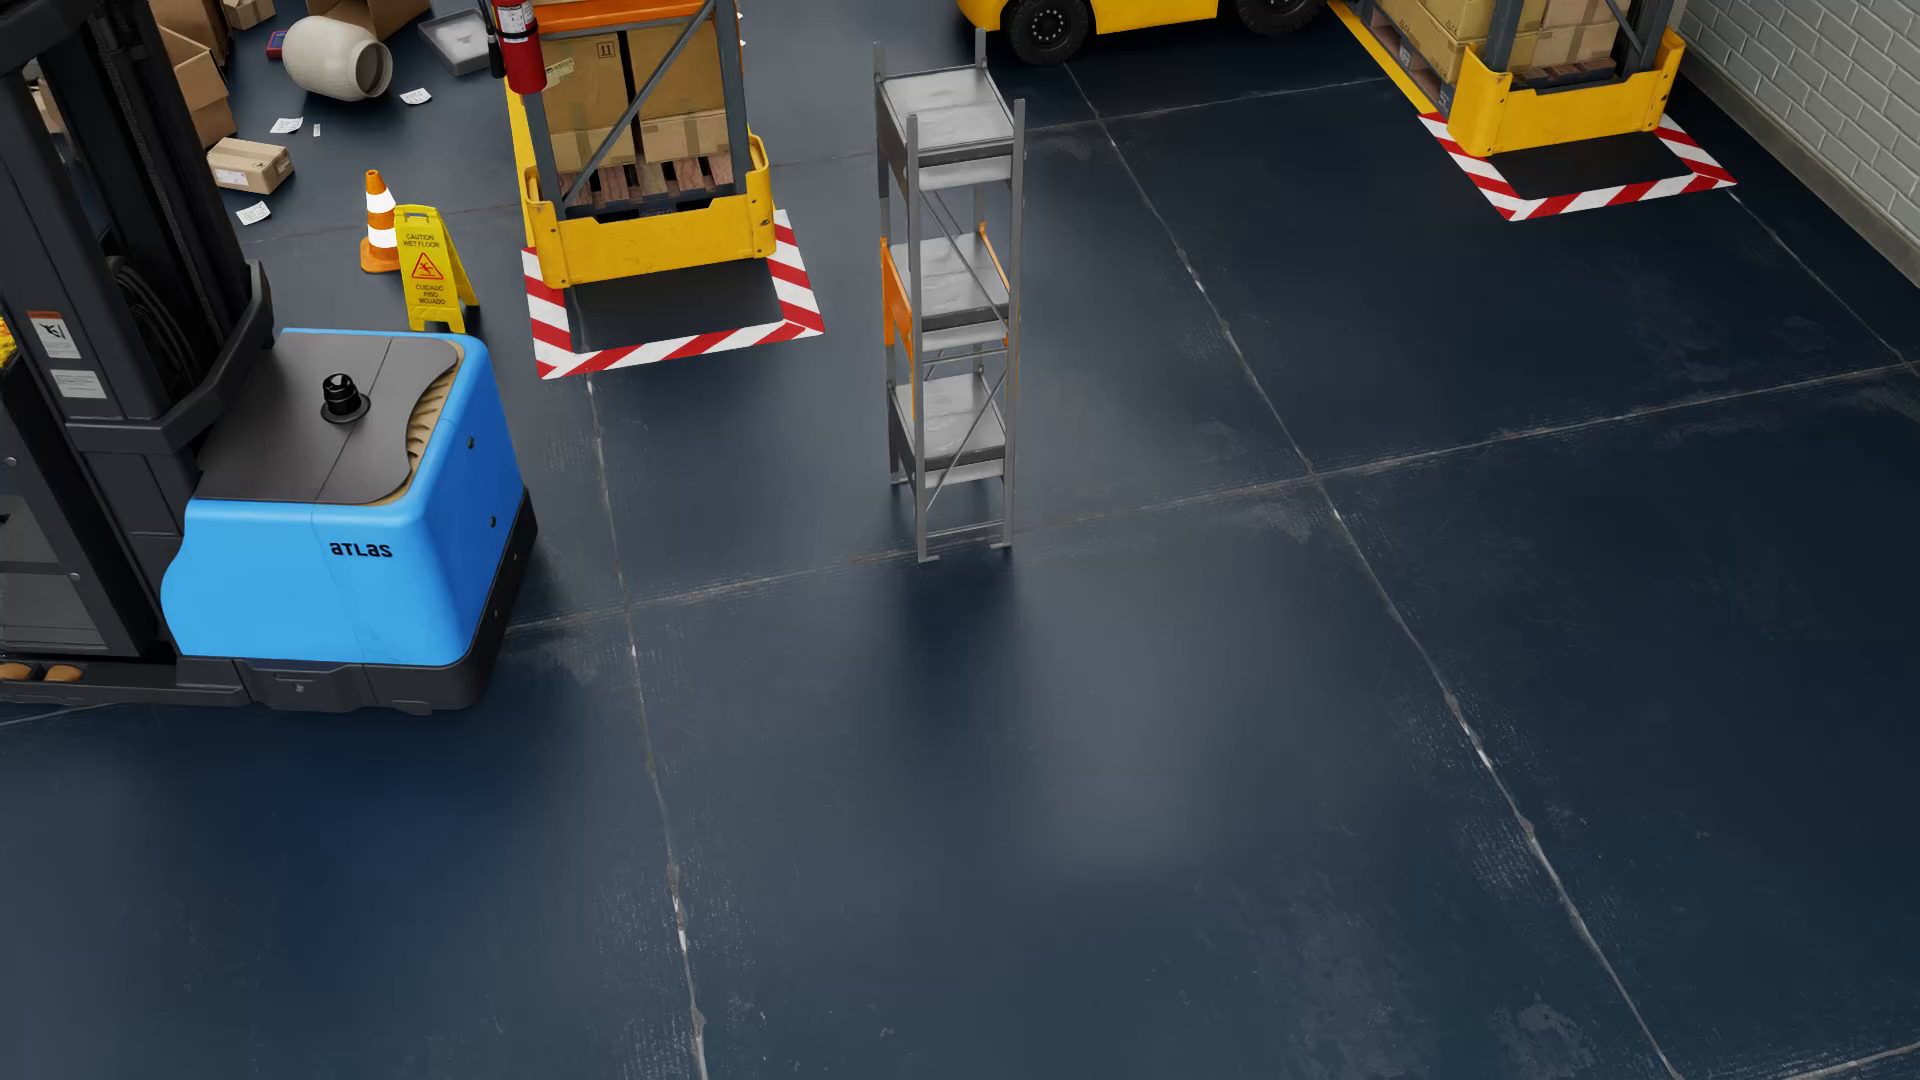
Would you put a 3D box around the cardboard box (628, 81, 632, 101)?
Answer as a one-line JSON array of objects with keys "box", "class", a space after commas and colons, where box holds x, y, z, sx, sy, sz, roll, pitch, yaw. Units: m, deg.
[{"box": [-1.570, -2.599, 9.079, 0.500, 0.250, 0.500, -9, 46, -9], "class": "cardboard box"}]

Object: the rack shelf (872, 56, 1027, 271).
[{"box": [-0.042, -1.330, 5.873, 0.431, 0.518, 0.480, -11, 47, -10], "class": "rack shelf"}]

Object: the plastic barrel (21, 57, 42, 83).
[{"box": [-5.518, -2.836, 9.483, 0.512, 0.421, 0.421, 19, 48, 17], "class": "plastic barrel"}]

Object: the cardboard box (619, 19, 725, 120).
[{"box": [-1.453, -2.524, 8.481, 0.500, 0.500, 0.500, -12, 47, -12], "class": "cardboard box"}]

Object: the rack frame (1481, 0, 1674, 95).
[{"box": [3.290, -3.364, 8.197, 1.000, 3.000, 0.127, -11, 47, -10], "class": "rack frame"}]

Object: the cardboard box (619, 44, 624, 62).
[{"box": [-1.722, -2.974, 9.446, 0.500, 0.250, 0.500, -8, 46, -8], "class": "cardboard box"}]

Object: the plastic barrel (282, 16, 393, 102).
[{"box": [-3.500, -2.701, 9.351, 0.512, 0.421, 0.421, 19, 48, 17], "class": "plastic barrel"}]

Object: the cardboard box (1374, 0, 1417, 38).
[{"box": [2.746, -3.160, 9.628, 0.500, 0.250, 0.500, -11, 47, -10], "class": "cardboard box"}]

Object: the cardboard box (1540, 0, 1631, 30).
[{"box": [3.370, -3.086, 9.206, 0.500, 0.250, 0.500, -10, 46, -10], "class": "cardboard box"}]

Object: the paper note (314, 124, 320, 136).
[{"box": [-3.567, -2.274, 9.222, 0.032, 0.001, 0.123, -11, 47, -10], "class": "paper note"}]

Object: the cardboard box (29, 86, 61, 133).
[{"box": [-5.070, -2.433, 9.200, 0.396, 0.266, 0.258, -3, 46, -3], "class": "cardboard box"}]

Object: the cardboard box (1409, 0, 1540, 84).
[{"box": [2.864, -2.815, 9.290, 0.500, 0.250, 0.500, -10, 46, -10], "class": "cardboard box"}]

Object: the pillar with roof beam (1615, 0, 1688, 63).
[{"box": [-0.179, -5.322, 5.916, 9.100, 9.000, 0.400, -11, 47, -10], "class": "pillar with roof beam"}]

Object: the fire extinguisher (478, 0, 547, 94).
[{"box": [-1.924, -2.263, 7.173, 0.296, 0.674, 0.183, -11, 47, -10], "class": "fire extinguisher"}]

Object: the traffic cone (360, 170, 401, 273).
[{"box": [-2.865, -1.627, 8.271, 0.336, 0.463, 0.334, -11, 47, -10], "class": "traffic cone"}]

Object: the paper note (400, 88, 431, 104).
[{"box": [-3.094, -2.526, 9.455, 0.142, 0.019, 0.148, -26, 51, -24], "class": "paper note"}]

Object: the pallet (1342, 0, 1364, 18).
[{"box": [2.745, -3.749, 10.527, 1.003, 0.211, 1.213, -11, 47, -10], "class": "pallet"}]

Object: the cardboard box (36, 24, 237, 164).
[{"box": [-4.405, -2.330, 8.931, 0.637, 0.503, 0.797, 27, 51, 24], "class": "cardboard box"}]

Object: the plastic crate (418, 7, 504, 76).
[{"box": [-2.922, -2.959, 9.845, 0.402, 0.080, 0.583, -26, 51, -24], "class": "plastic crate"}]

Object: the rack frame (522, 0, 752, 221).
[{"box": [-1.508, -2.454, 7.305, 1.000, 3.000, 0.127, -11, 47, -10], "class": "rack frame"}]

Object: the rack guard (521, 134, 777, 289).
[{"box": [-1.527, -1.631, 8.249, 1.175, 0.500, 0.348, -11, 47, -10], "class": "rack guard"}]

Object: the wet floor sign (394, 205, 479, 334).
[{"box": [-2.493, -1.303, 7.826, 0.267, 0.644, 0.232, 4, 46, 4], "class": "wet floor sign"}]

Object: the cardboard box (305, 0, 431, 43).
[{"box": [-3.573, -3.353, 9.934, 0.500, 0.500, 0.500, 19, 48, 17], "class": "cardboard box"}]

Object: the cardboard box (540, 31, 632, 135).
[{"box": [-1.965, -2.406, 8.365, 0.500, 0.500, 0.500, -10, 46, -10], "class": "cardboard box"}]

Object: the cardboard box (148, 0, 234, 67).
[{"box": [-4.652, -3.021, 9.514, 0.797, 0.637, 0.503, -11, 47, -10], "class": "cardboard box"}]

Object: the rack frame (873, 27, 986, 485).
[{"box": [-0.105, -1.018, 6.528, 0.400, 2.100, 0.015, -11, 47, -10], "class": "rack frame"}]

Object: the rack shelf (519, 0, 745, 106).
[{"box": [-2.020, -3.583, 8.915, 1.077, 0.370, 4.000, -11, 47, -10], "class": "rack shelf"}]

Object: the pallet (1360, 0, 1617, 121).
[{"box": [3.053, -2.908, 9.703, 1.003, 0.211, 1.213, -11, 47, -10], "class": "pallet"}]

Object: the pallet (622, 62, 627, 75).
[{"box": [-2.010, -2.938, 9.732, 1.003, 0.211, 1.213, -11, 47, -10], "class": "pallet"}]

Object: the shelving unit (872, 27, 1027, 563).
[{"box": [-0.042, -0.849, 6.363, 0.431, 2.100, 0.503, -11, 47, -10], "class": "shelving unit"}]

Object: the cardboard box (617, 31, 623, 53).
[{"box": [-1.591, -2.885, 8.834, 0.500, 0.500, 0.500, -12, 47, -12], "class": "cardboard box"}]

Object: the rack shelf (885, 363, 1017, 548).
[{"box": [-0.042, -0.350, 6.873, 0.431, 0.518, 0.480, -11, 47, -10], "class": "rack shelf"}]

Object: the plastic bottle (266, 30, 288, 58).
[{"box": [-4.014, -2.953, 9.852, 0.133, 0.061, 0.283, -3, 46, -3], "class": "plastic bottle"}]

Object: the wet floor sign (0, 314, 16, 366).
[{"box": [-4.345, -0.997, 7.526, 0.267, 0.644, 0.232, -18, 48, -17], "class": "wet floor sign"}]

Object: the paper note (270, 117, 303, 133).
[{"box": [-3.746, -2.313, 9.254, 0.148, 0.019, 0.142, 4, 46, 4], "class": "paper note"}]

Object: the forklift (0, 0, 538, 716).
[{"box": [-3.297, -0.766, 5.700, 3.031, 2.935, 1.130, 2, 46, 2], "class": "forklift"}]

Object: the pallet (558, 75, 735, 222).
[{"box": [-1.701, -2.097, 8.908, 1.003, 0.211, 1.213, -11, 47, -10], "class": "pallet"}]

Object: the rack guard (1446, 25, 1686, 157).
[{"box": [3.296, -2.472, 9.073, 1.175, 0.500, 0.348, -11, 47, -10], "class": "rack guard"}]

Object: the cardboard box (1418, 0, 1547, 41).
[{"box": [2.863, -3.002, 9.124, 0.500, 0.250, 0.500, -11, 47, -11], "class": "cardboard box"}]

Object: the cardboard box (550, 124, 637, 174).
[{"box": [-1.981, -2.164, 8.652, 0.500, 0.250, 0.500, -11, 47, -11], "class": "cardboard box"}]

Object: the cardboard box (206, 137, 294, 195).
[{"box": [-3.796, -1.991, 8.848, 0.380, 0.149, 0.250, 11, 47, 11], "class": "cardboard box"}]

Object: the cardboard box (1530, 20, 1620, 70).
[{"box": [3.353, -2.923, 9.396, 0.500, 0.250, 0.500, -11, 47, -10], "class": "cardboard box"}]

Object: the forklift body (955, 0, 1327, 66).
[{"box": [1.041, -4.042, 9.456, 2.313, 2.155, 1.214, -11, 47, -10], "class": "forklift body"}]

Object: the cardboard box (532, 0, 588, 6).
[{"box": [-1.810, -2.585, 7.609, 0.380, 0.149, 0.250, -9, 46, -9], "class": "cardboard box"}]

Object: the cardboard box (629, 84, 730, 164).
[{"box": [-1.447, -2.246, 8.732, 0.500, 0.250, 0.500, -11, 47, -11], "class": "cardboard box"}]

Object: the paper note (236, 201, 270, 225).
[{"box": [-3.674, -1.703, 8.648, 0.148, 0.019, 0.142, -26, 51, -24], "class": "paper note"}]

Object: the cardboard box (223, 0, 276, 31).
[{"box": [-4.398, -3.303, 10.052, 0.396, 0.266, 0.258, 27, 51, 24], "class": "cardboard box"}]

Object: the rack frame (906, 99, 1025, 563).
[{"box": [0.020, -0.681, 6.198, 0.400, 2.100, 0.015, -11, 47, -10], "class": "rack frame"}]

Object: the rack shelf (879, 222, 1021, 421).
[{"box": [-0.042, -0.840, 6.373, 0.431, 0.518, 0.480, -11, 47, -10], "class": "rack shelf"}]
